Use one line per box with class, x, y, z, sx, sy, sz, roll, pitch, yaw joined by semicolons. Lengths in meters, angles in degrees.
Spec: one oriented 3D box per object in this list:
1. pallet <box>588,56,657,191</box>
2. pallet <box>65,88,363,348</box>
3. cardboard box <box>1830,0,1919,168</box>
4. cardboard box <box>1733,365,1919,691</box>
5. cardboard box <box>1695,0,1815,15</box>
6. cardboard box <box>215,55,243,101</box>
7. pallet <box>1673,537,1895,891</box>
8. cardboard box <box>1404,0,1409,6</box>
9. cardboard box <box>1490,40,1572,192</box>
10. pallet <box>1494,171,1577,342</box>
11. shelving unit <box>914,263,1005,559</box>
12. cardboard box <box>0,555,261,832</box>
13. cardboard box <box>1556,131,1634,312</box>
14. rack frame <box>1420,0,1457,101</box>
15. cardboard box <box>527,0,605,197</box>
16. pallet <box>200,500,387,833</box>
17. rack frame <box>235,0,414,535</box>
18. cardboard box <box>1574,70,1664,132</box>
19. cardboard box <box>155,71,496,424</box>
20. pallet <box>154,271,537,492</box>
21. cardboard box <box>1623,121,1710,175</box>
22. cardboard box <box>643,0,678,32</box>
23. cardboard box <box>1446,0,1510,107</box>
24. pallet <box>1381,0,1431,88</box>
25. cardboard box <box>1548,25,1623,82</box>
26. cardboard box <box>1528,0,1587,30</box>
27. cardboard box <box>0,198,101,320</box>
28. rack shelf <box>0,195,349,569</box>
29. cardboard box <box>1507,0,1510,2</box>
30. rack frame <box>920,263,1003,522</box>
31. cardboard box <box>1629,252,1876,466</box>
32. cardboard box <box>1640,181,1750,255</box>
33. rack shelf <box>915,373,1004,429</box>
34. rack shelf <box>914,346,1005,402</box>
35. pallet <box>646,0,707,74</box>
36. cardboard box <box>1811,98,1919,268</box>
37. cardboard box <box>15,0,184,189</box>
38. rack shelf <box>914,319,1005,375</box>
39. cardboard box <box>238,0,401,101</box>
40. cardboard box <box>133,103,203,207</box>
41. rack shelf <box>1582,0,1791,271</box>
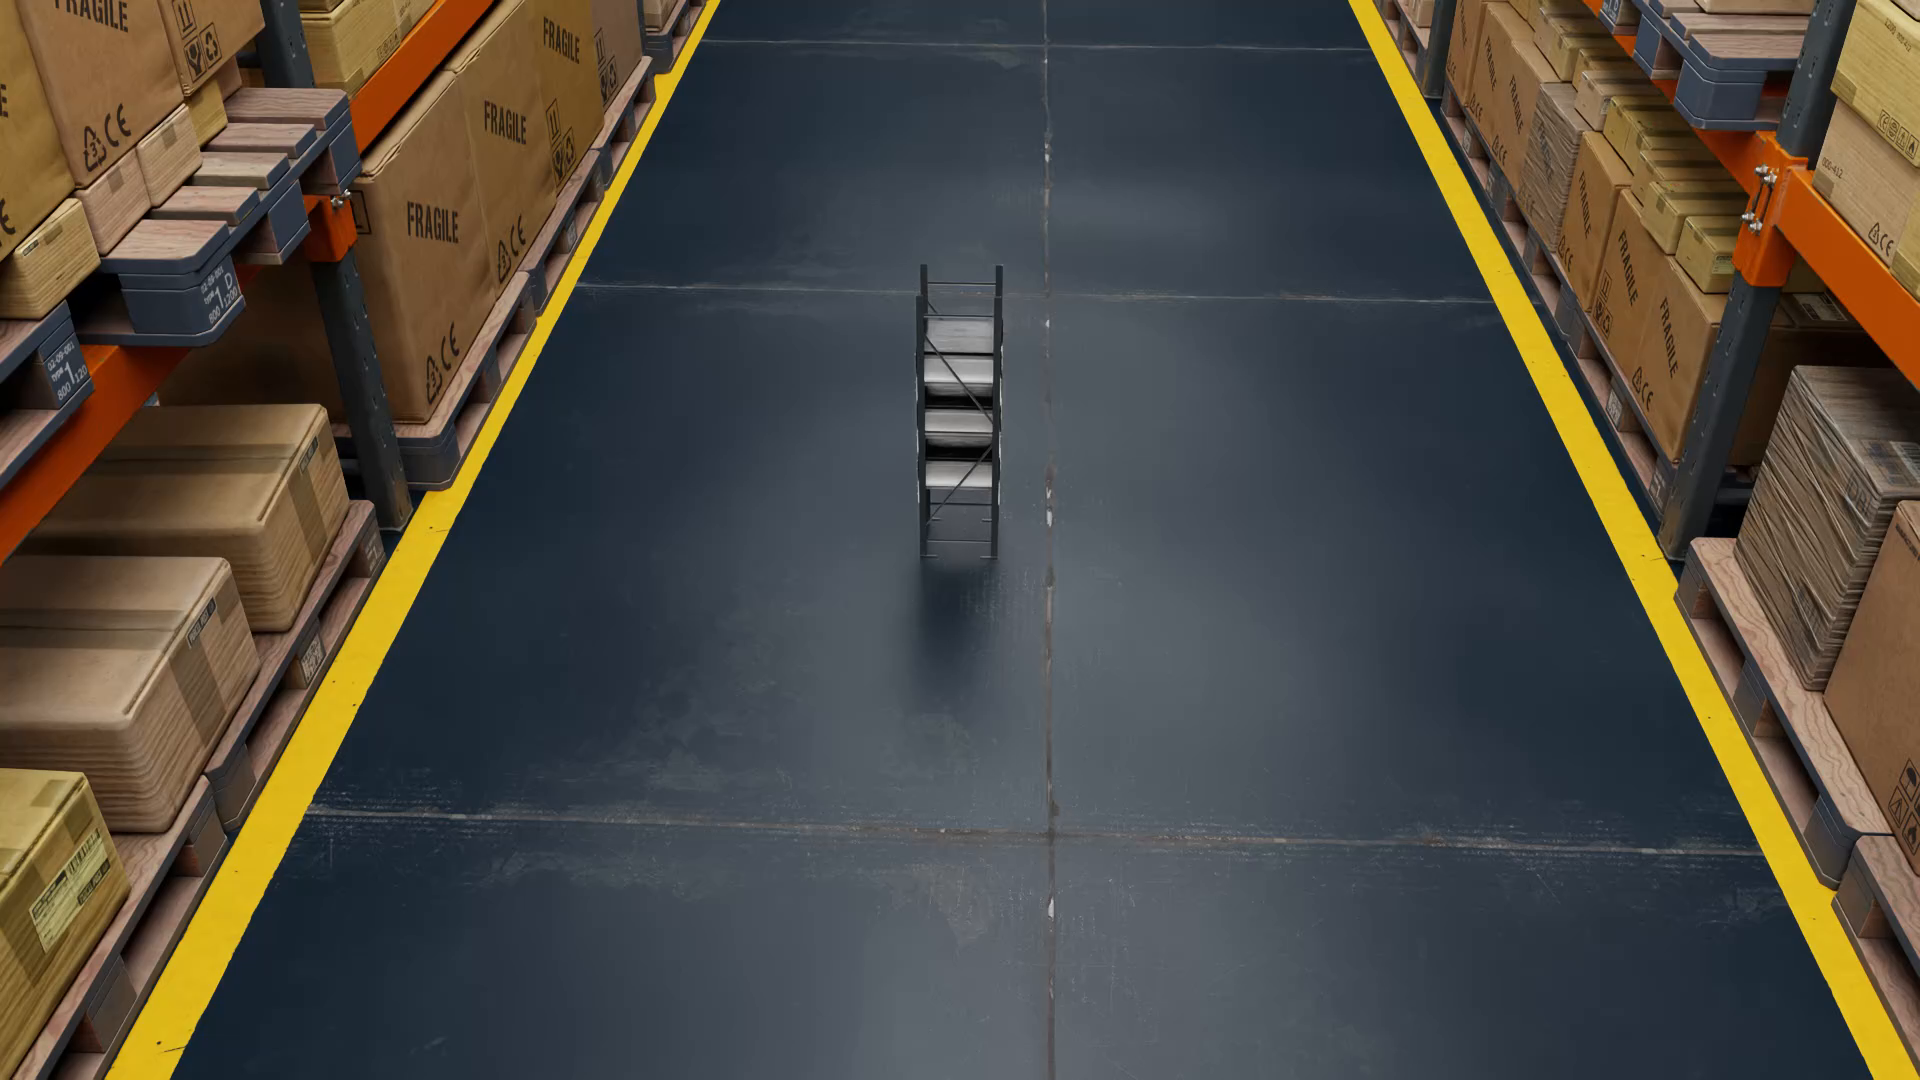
pallet;-2.062;-2.004;7.918;1.003;0.211;1.213;1;35;2
pallet;-2.189;-0.802;3.949;1.213;0.211;1.003;1;35;2
cardboard box;2.406;-1.074;3.865;0.500;0.250;0.500;1;35;2
cardboard box;2.654;-0.022;4.373;0.875;0.625;0.625;2;35;3
cardboard box;2.336;-1.635;4.821;0.380;0.149;0.250;2;35;3
cardboard box;-2.045;-1.167;4.156;0.380;0.149;0.250;3;35;4
pallet;2.621;0.433;4.450;1.003;0.211;1.213;1;35;2
cardboard box;2.597;-3.063;9.012;0.396;0.266;0.258;3;35;4
cardboard box;2.574;-1.761;6.956;0.500;0.500;0.500;0;35;0
pallet;2.813;-1.166;6.726;1.003;0.211;1.213;1;35;2
shelving unit;0.000;-0.373;4.998;0.258;0.900;0.210;1;35;2
cardboard box;-2.321;0.360;4.050;0.950;0.372;0.625;1;35;1
cardboard box;2.544;-1.165;6.107;0.500;0.500;0.500;3;35;4
rack frame;2.854;-3.478;7.590;1.000;3.000;0.127;1;35;2
cardboard box;-2.079;-2.016;6.992;0.875;0.875;0.875;2;35;3
pallet;-2.299;0.298;4.643;1.003;0.211;1.213;1;35;2
rack frame;-2.267;-1.292;4.480;1.000;3.000;0.127;1;35;2
cardboard box;2.541;-1.645;6.227;0.380;0.149;0.250;0;35;0
cardboard box;-2.156;-0.990;5.532;0.875;0.875;0.875;1;35;1
pallet;-2.160;-0.603;5.924;1.003;0.211;1.213;1;35;2
cardboard box;2.551;-1.342;5.796;0.380;0.149;0.250;2;35;3
cardboard box;-1.973;-3.072;8.876;0.875;0.438;0.875;1;35;1
cardboard box;2.610;-2.354;7.800;0.500;0.500;0.500;3;35;4
pallet;2.882;-2.731;8.953;1.003;0.211;1.213;1;35;2
cardboard box;2.584;-1.941;6.647;0.380;0.149;0.250;3;35;4
cardboard box;2.643;-2.226;7.053;0.380;0.149;0.250;1;35;1
cardboard box;-1.964;-0.563;3.296;0.380;0.149;0.250;2;35;3
rack shelf;-2.347;0.151;3.052;1.077;0.370;4.000;1;35;2
cardboard box;2.640;-2.532;7.488;0.380;0.149;0.250;0;35;1
rack frame;0.004;-0.431;5.081;0.240;0.900;0.006;1;35;2
cardboard box;2.495;-0.577;5.271;0.500;0.500;0.500;2;35;3
cardboard box;2.440;-1.041;5.368;0.380;0.149;0.250;0;35;-1
rack shelf;0.000;-0.419;4.965;0.258;0.077;0.200;1;35;2
rack shelf;0.000;-0.493;4.914;0.258;0.077;0.200;1;35;2
pallet;-1.997;-2.885;9.171;1.003;0.211;1.213;1;35;2
cardboard box;2.431;-0.869;4.008;0.500;0.250;0.500;1;35;2
cardboard box;-2.017;-1.062;3.441;0.500;0.500;0.500;1;35;1
rack shelf;0.000;-0.566;4.862;0.258;0.077;0.200;1;35;2
cardboard box;-1.996;-1.506;4.915;0.500;0.250;0.500;1;35;1
cardboard box;-1.948;-0.866;3.727;0.380;0.149;0.250;1;35;1
rack shelf;2.774;-2.034;6.162;1.077;0.370;4.000;1;35;2
